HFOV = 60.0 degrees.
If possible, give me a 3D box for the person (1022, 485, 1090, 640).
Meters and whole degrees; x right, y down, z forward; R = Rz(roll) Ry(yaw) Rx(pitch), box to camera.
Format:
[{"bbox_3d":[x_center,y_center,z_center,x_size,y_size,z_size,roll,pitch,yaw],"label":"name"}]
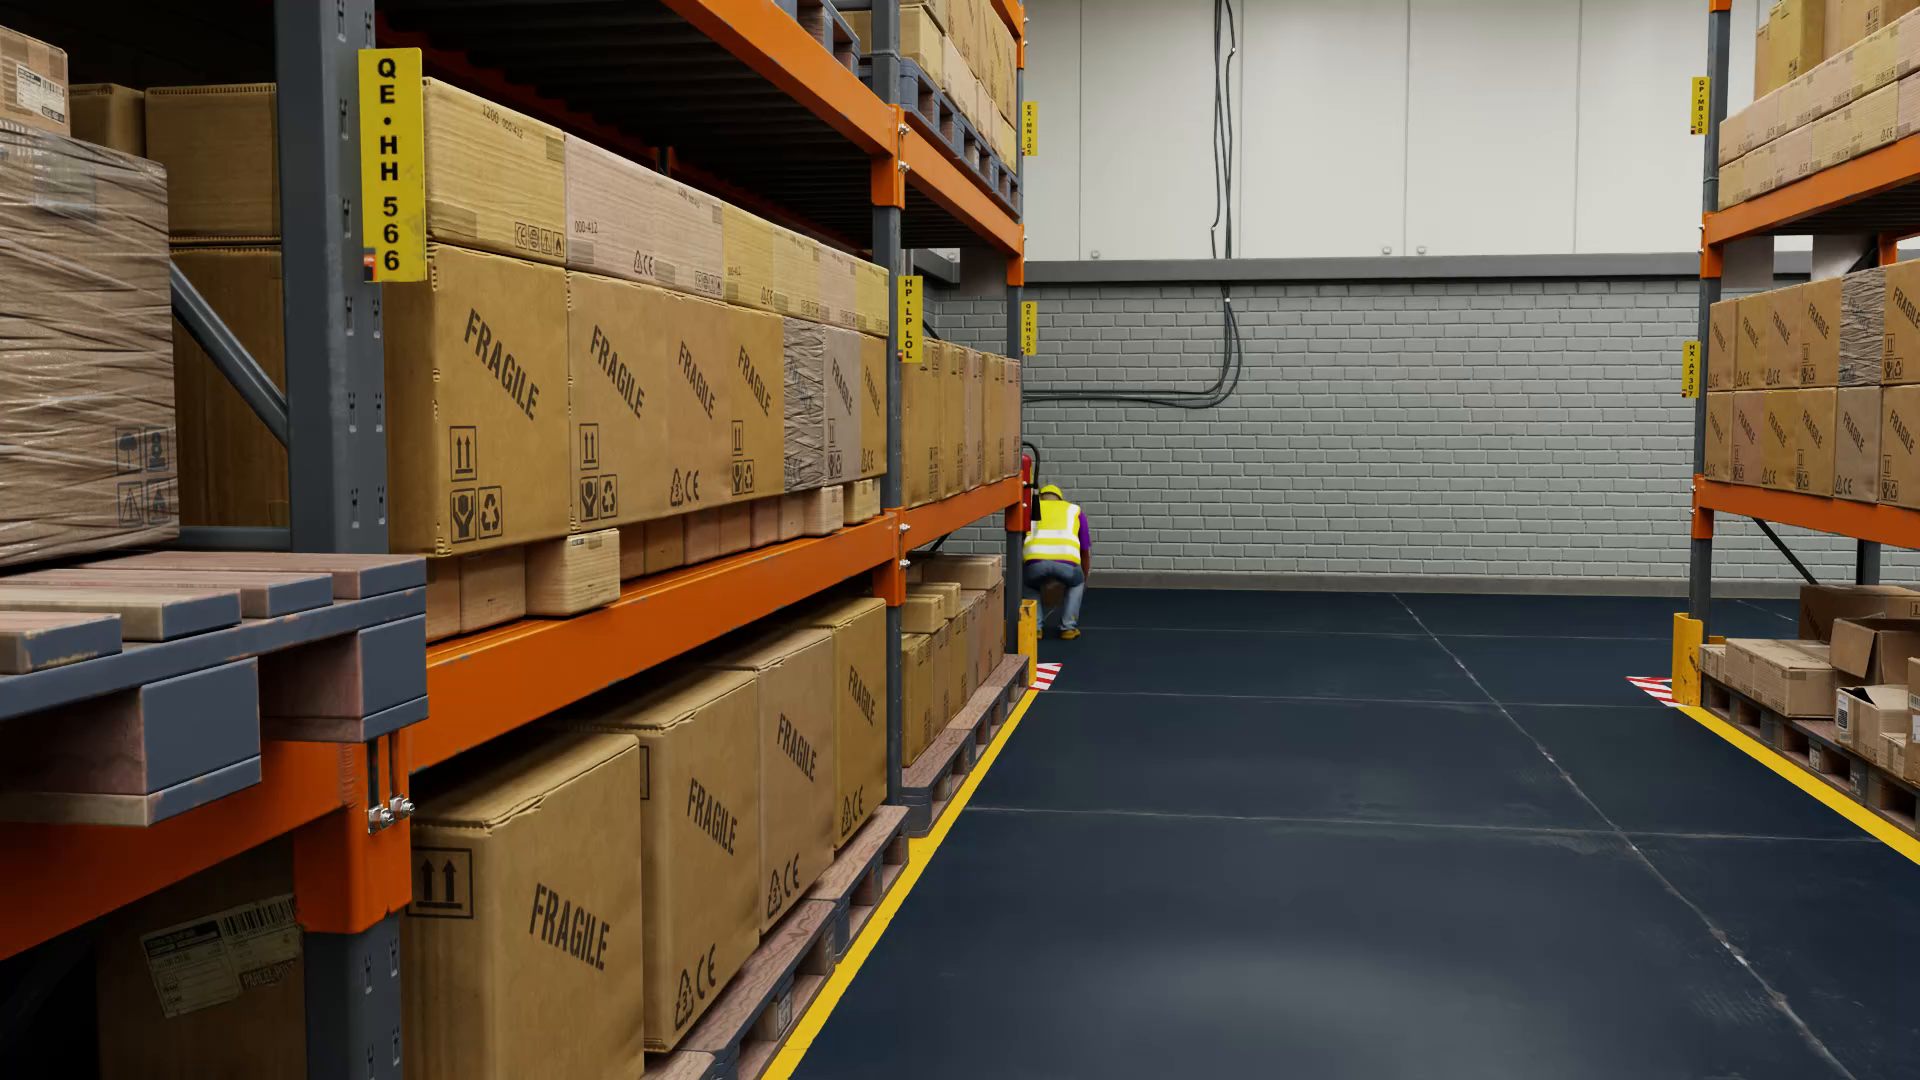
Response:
[{"bbox_3d":[0.662,0.163,12.515,0.608,1.133,0.856,1,4,9],"label":"person"}]
